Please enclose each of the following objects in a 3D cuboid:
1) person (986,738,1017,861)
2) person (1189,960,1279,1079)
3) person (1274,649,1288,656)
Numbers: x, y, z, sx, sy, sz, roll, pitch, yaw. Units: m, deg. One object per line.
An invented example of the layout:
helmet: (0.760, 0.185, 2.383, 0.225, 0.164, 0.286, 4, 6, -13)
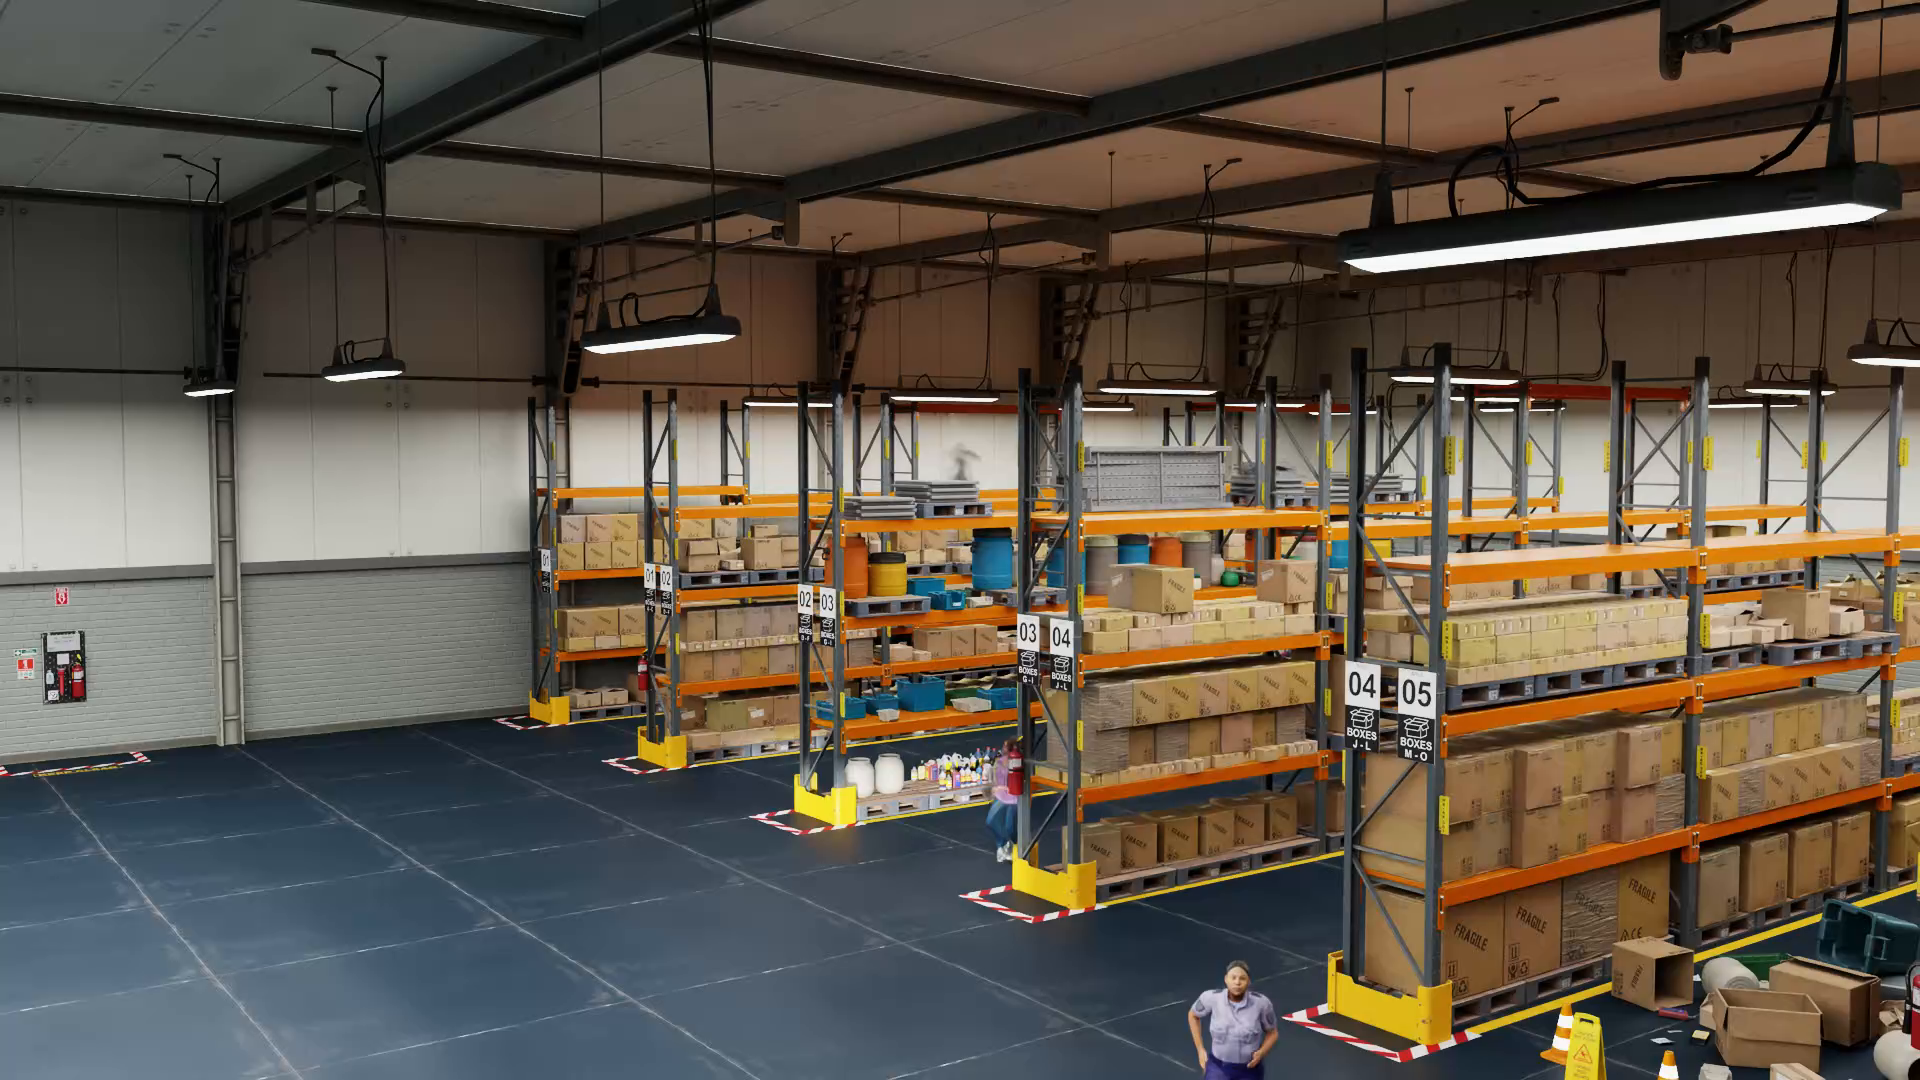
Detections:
person: (0.591, 3.177, 20.306, 0.622, 1.553, 0.515, -3, 5, -44)
person: (1.888, 3.685, 11.453, 0.608, 1.604, 0.559, 0, 3, 5)
person: (5.853, 2.412, 31.685, 0.712, 1.747, 0.929, 3, 5, 42)
